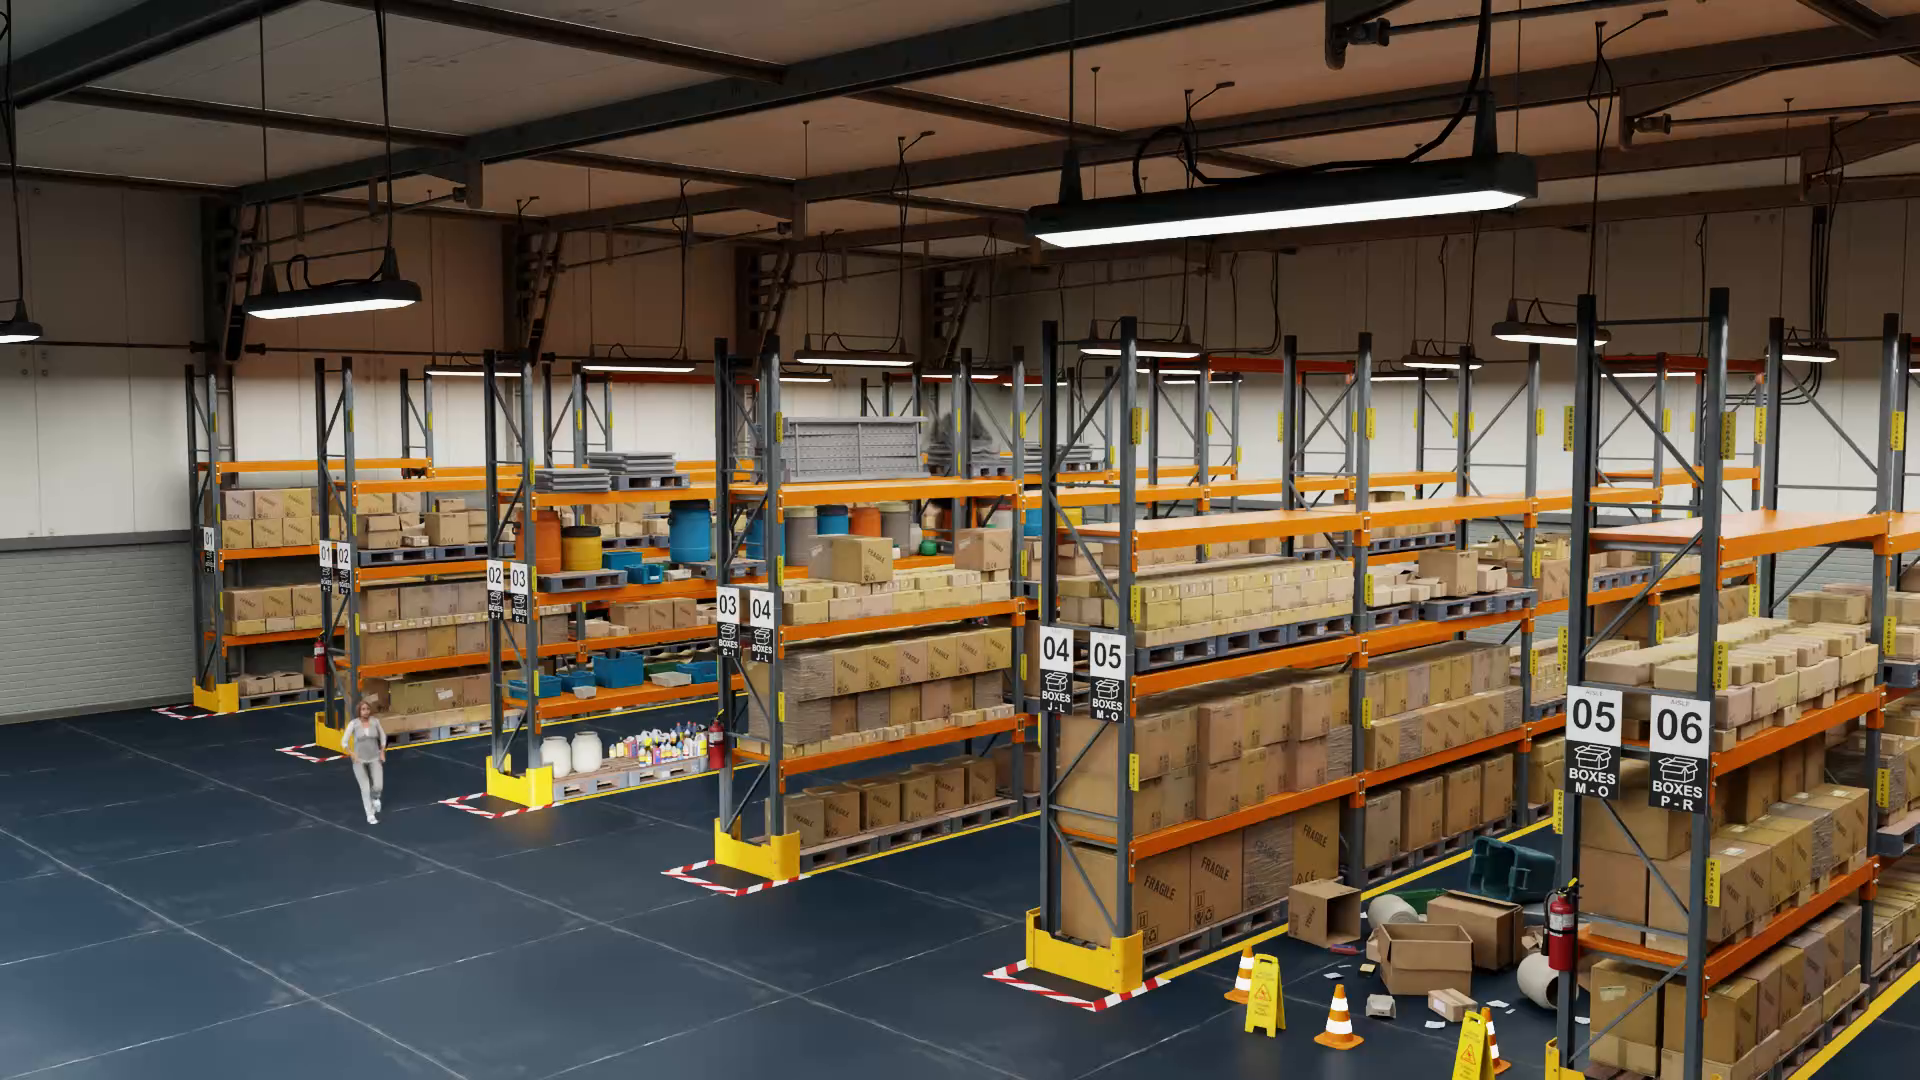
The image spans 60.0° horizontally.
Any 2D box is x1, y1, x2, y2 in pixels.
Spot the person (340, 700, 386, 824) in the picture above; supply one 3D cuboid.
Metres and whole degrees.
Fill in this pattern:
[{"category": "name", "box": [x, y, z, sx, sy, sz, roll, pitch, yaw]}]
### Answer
[{"category": "person", "box": [-7.502, 2.788, 20.943, 0.557, 1.560, 0.548, -2, 5, -27]}]
